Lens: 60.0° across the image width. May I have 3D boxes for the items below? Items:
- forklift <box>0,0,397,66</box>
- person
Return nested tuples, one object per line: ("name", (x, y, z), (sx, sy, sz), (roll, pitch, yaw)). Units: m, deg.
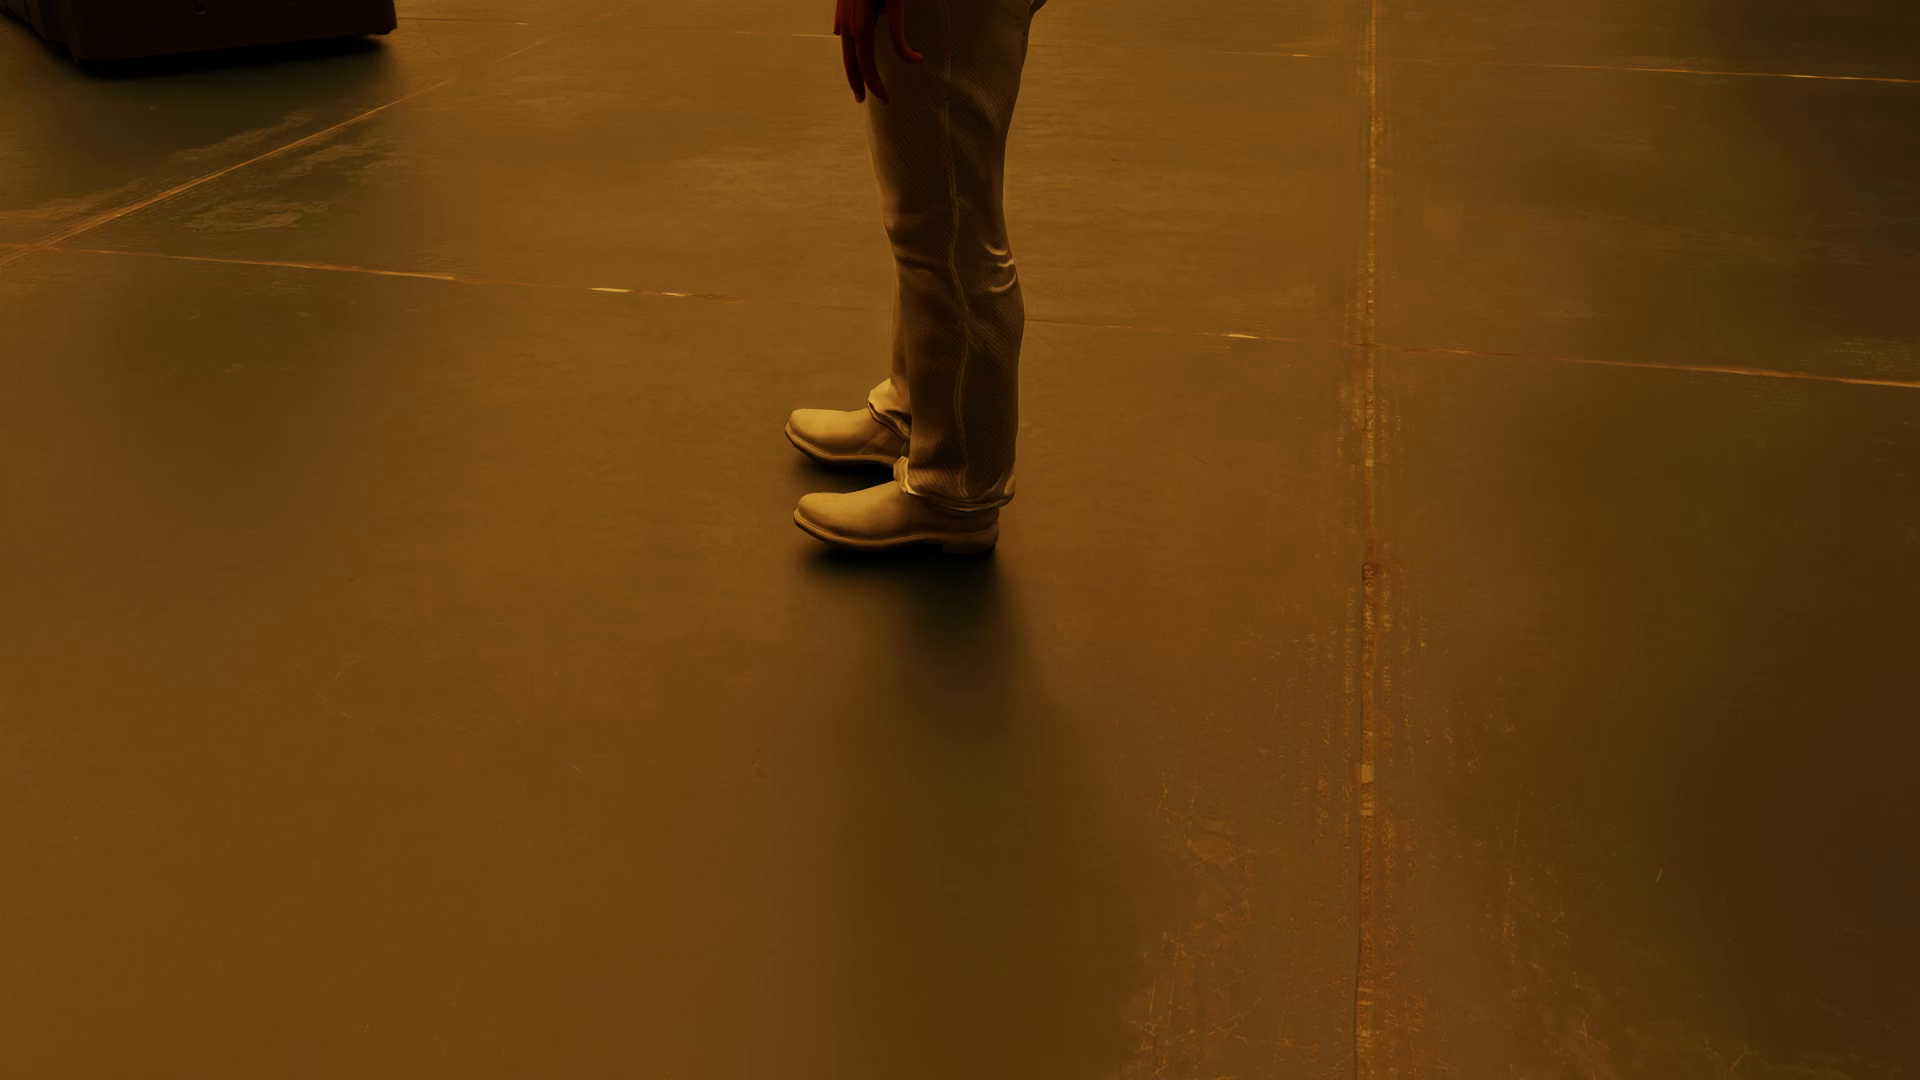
("forklift", (-3.293, -3.493, 6.170), (1.130, 2.935, 3.031), (-18, 32, -31))
("person", (-0.066, -0.805, 2.118), (0.577, 1.765, 0.665), (6, 27, 11))
